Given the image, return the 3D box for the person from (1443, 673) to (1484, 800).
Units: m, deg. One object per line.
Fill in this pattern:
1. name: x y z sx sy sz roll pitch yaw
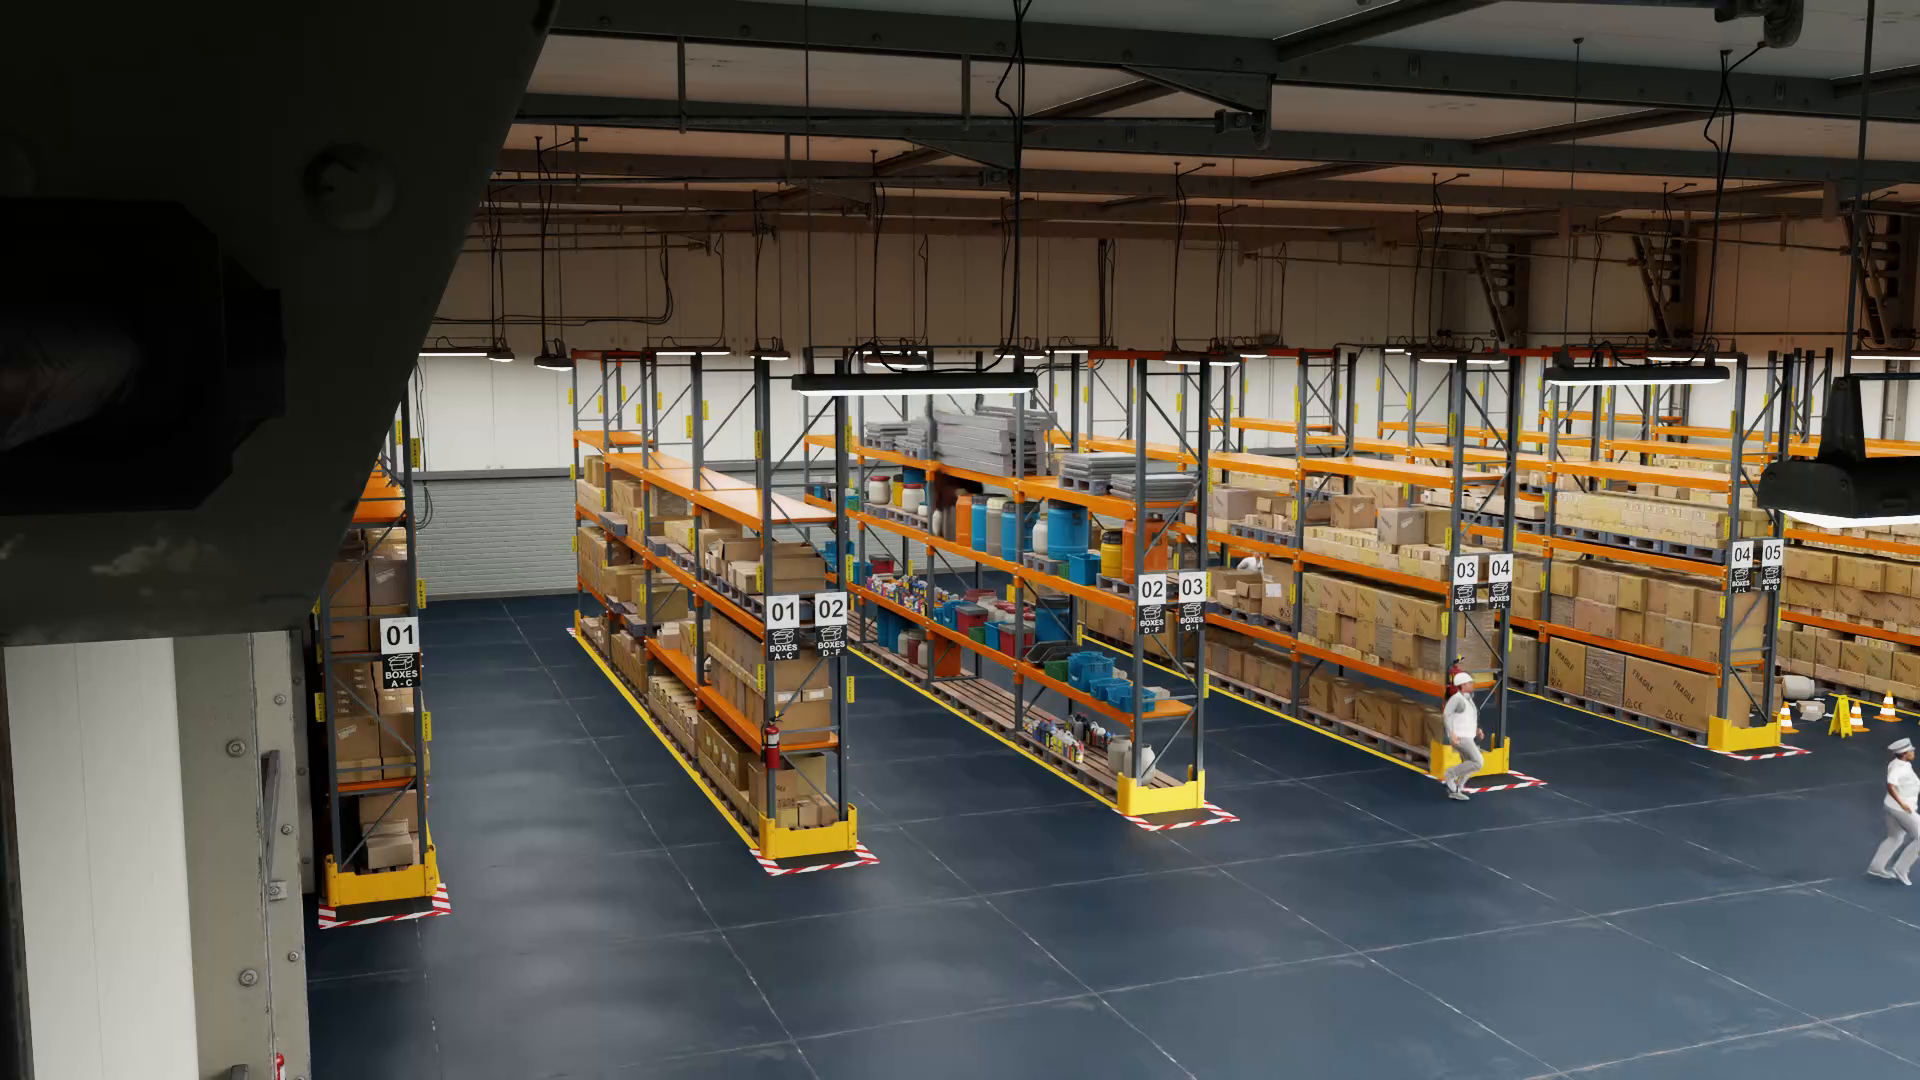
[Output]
1. person: 6.924 2.672 22.714 0.534 1.700 0.684 4 8 31

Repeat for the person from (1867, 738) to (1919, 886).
1. person: 10.877 3.131 19.144 0.651 1.729 0.555 1 7 11

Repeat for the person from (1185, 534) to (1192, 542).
1. person: 5.530 0.437 41.053 0.695 1.670 0.659 -4 8 -32

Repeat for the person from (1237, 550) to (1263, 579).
1. person: 6.313 1.036 35.463 0.679 1.839 0.894 -2 7 -18
